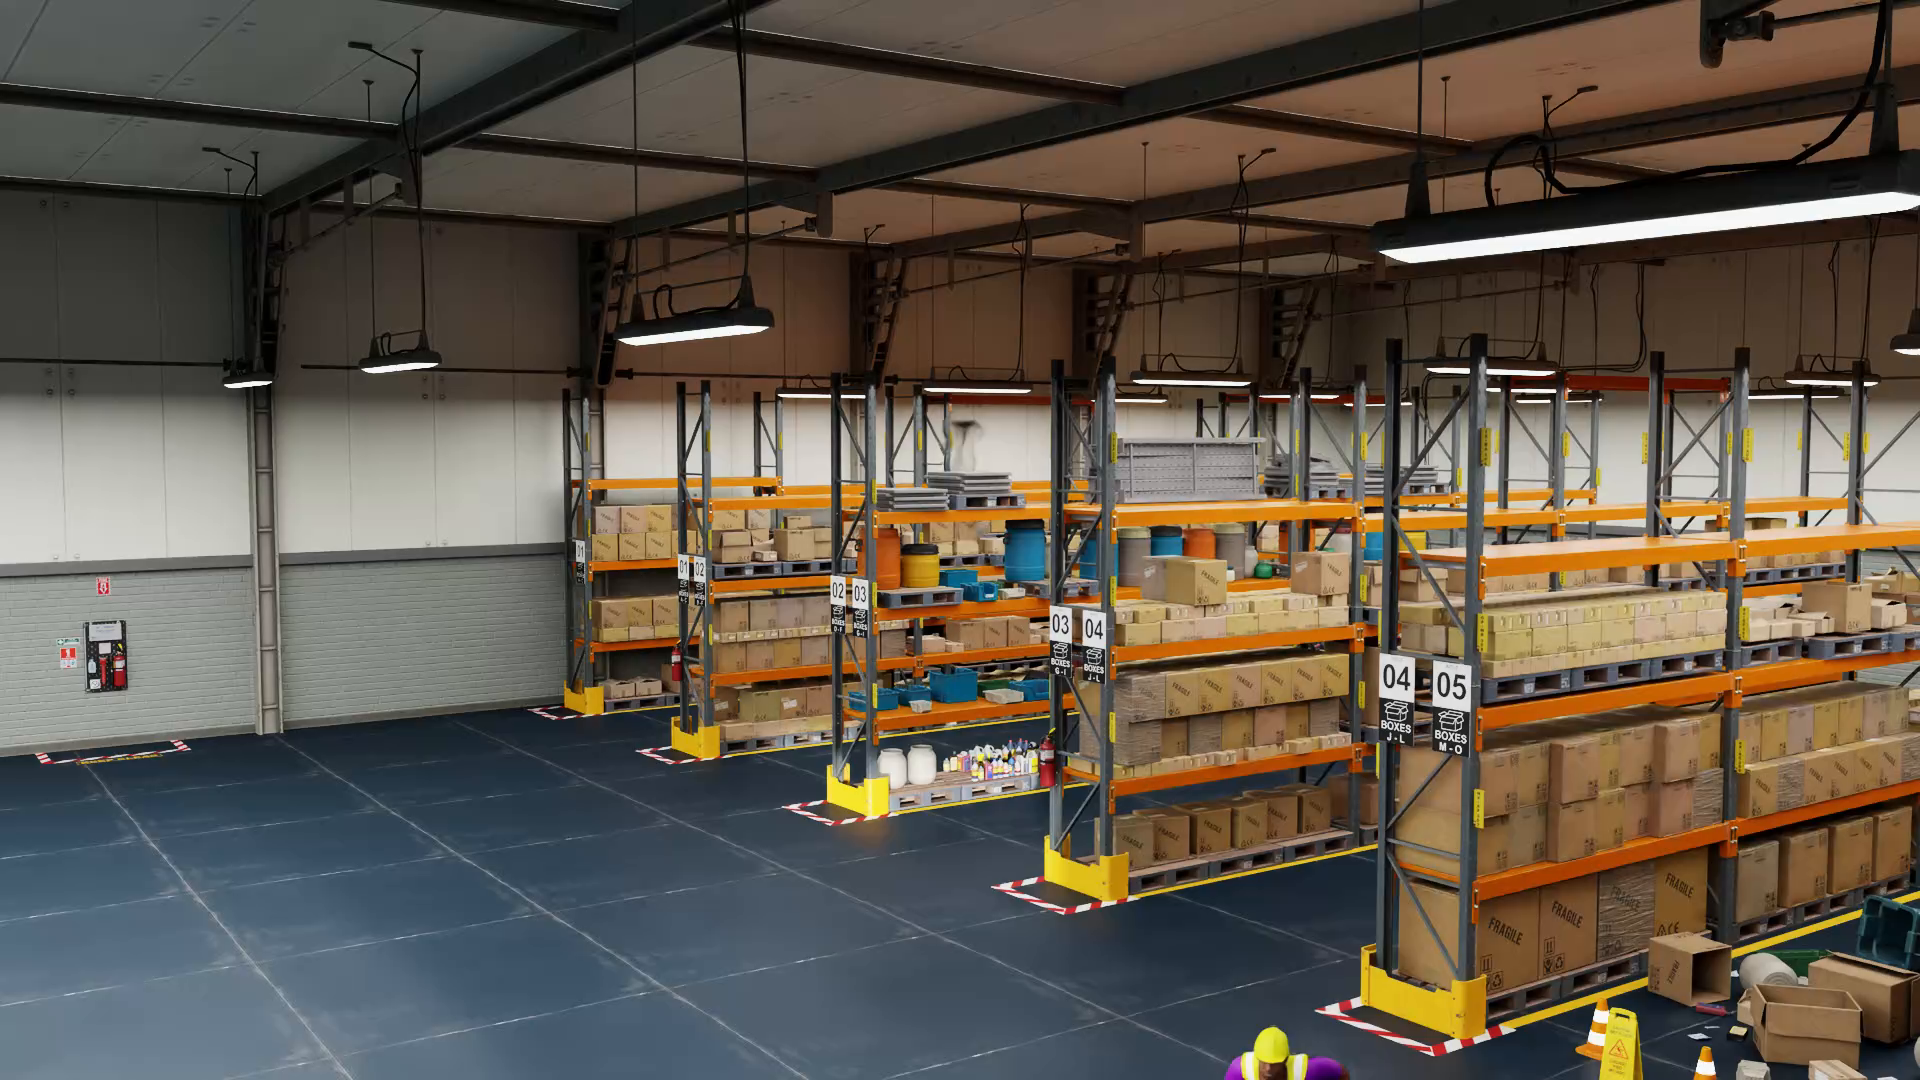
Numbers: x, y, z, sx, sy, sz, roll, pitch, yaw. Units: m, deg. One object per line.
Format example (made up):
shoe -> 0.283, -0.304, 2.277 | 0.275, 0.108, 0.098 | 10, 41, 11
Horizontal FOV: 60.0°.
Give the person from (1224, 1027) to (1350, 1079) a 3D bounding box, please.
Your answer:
person -> 1.988, 3.704, 10.138 | 0.747, 1.718, 1.045 | 2, 4, 22
